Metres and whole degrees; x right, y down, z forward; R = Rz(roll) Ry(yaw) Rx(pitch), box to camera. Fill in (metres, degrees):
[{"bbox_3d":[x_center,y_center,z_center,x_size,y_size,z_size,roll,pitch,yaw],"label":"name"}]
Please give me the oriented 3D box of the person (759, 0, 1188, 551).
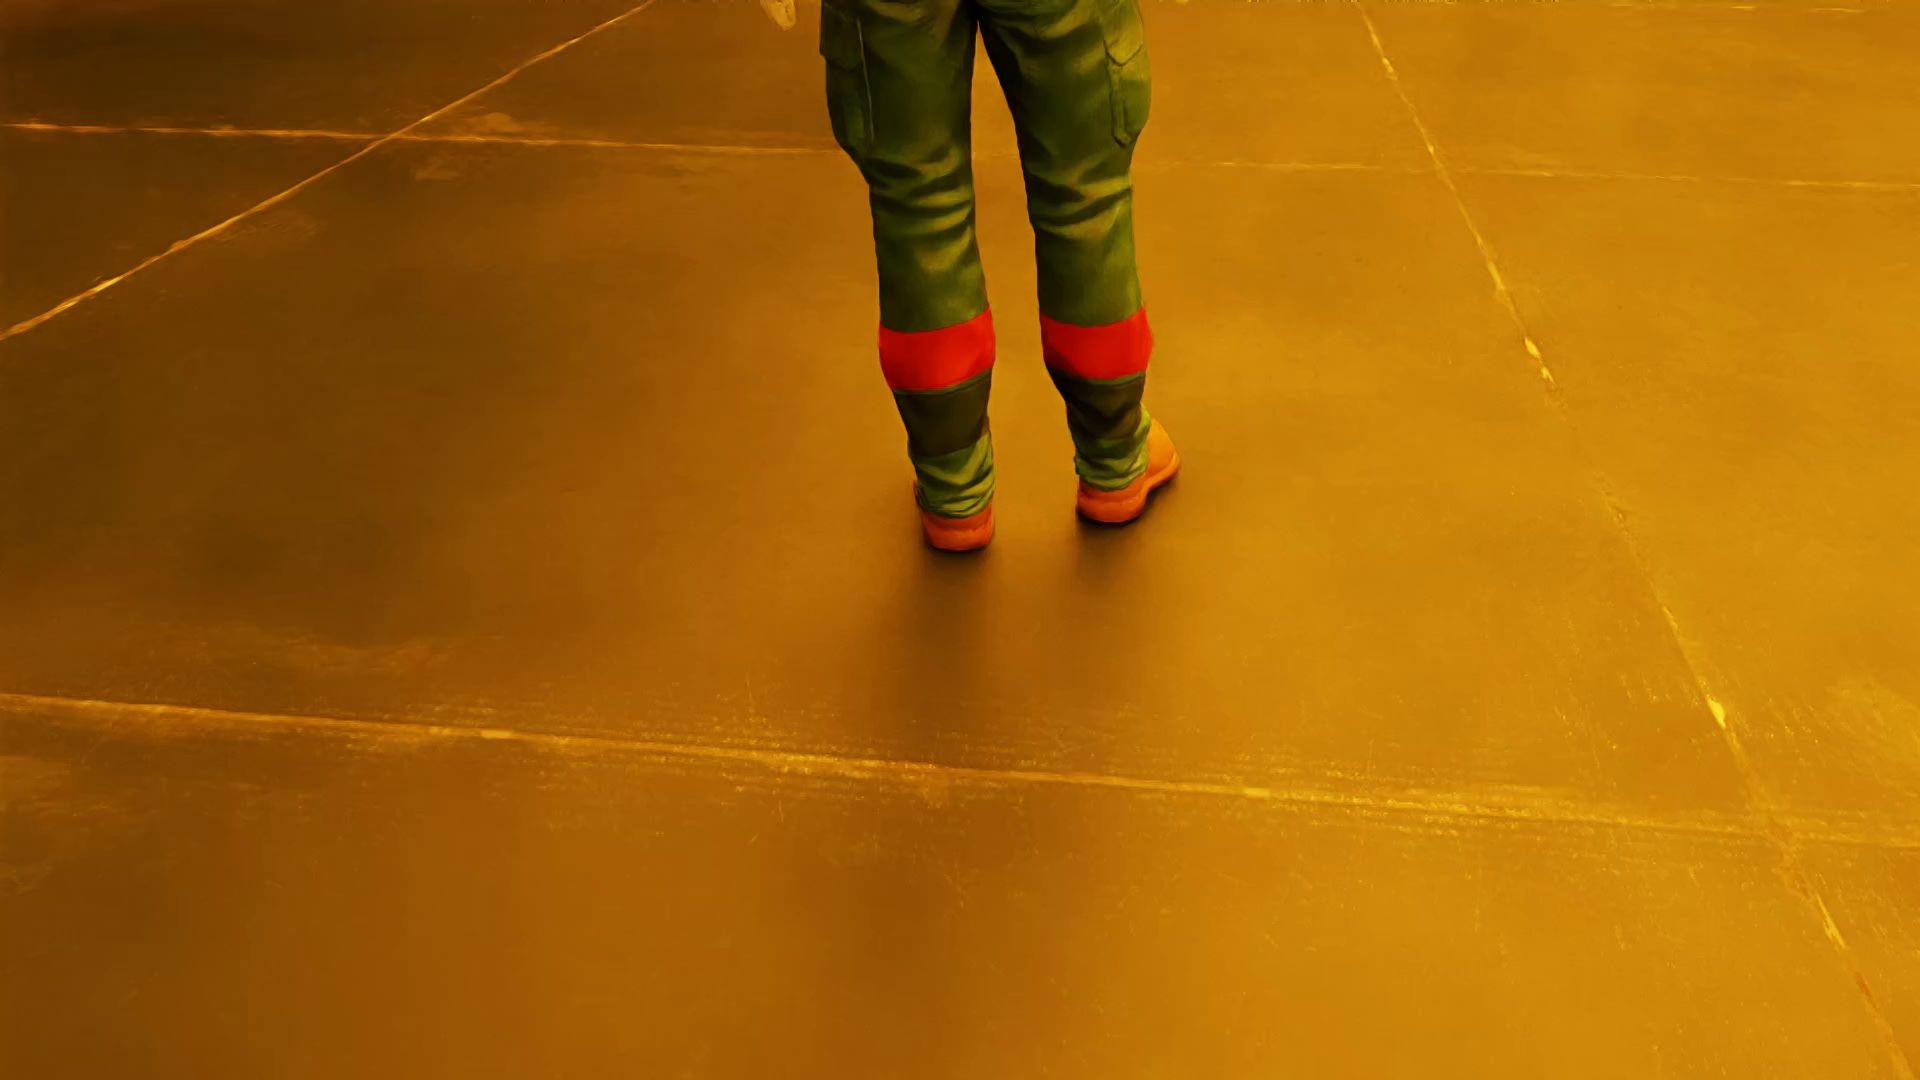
[{"bbox_3d":[0.022,-0.842,2.168,0.637,1.787,0.563,3,27,7],"label":"person"}]
